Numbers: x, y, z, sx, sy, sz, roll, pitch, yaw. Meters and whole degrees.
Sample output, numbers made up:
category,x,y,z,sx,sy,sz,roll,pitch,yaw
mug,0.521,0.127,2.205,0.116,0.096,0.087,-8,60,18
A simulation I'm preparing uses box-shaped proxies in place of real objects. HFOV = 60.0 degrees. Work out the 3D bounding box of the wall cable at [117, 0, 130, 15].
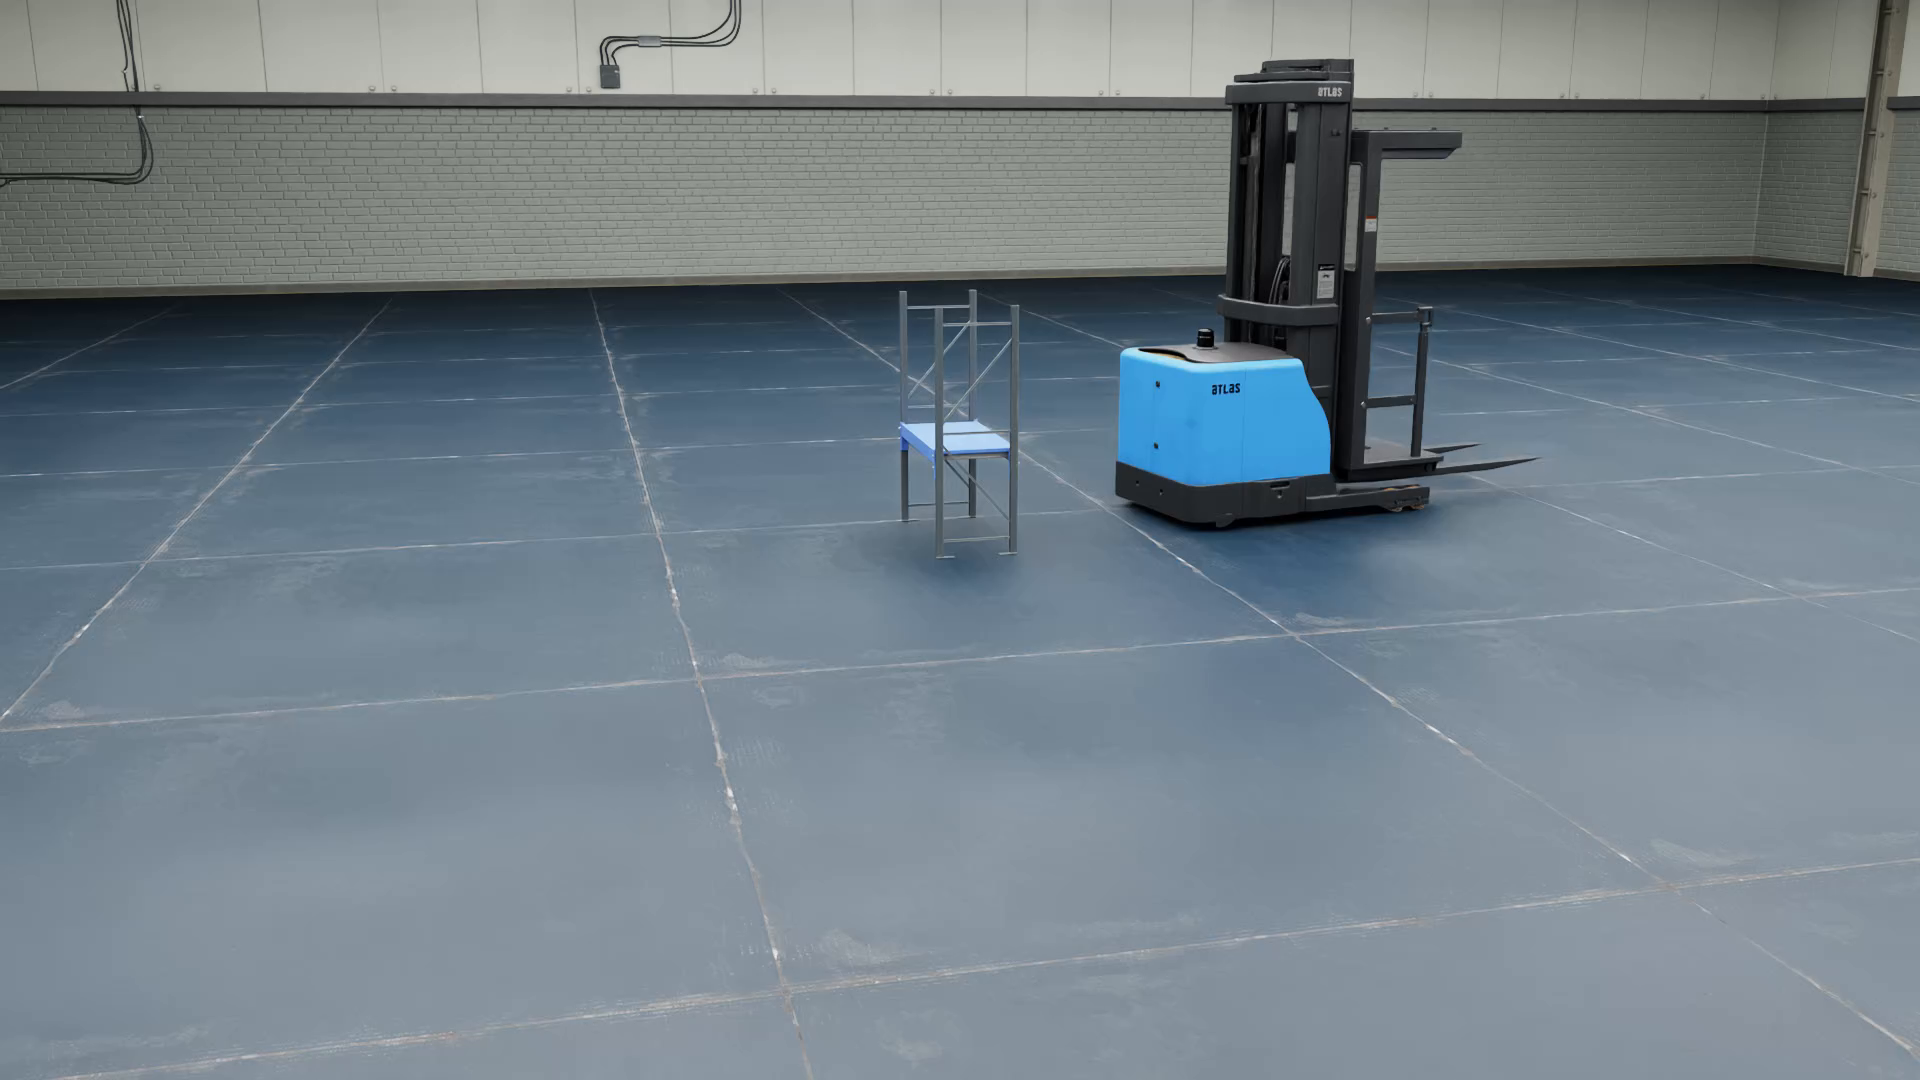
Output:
category,x,y,z,sx,sy,sz,roll,pitch,yaw
wall cable,-11.277,-9.203,25.036,3.097,2.526,0.112,-3,14,-13

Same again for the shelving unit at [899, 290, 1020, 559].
category,x,y,z,sx,sy,sz,roll,pitch,yaw
shelving unit,-0.020,-0.748,10.330,0.538,1.500,1.048,-3,14,-13

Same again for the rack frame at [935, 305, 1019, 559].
category,x,y,z,sx,sy,sz,roll,pitch,yaw
rack frame,0.099,-0.631,9.850,0.500,1.500,0.032,-3,14,-13

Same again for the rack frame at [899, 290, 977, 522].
category,x,y,z,sx,sy,sz,roll,pitch,yaw
rack frame,-0.139,-0.866,10.810,0.500,1.500,0.032,-3,14,-13

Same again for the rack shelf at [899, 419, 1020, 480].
category,x,y,z,sx,sy,sz,roll,pitch,yaw
rack shelf,-0.020,-0.574,10.372,0.538,0.185,1.000,-3,14,-13

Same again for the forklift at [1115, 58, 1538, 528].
category,x,y,z,sx,sy,sz,roll,pitch,yaw
forklift,2.623,-1.716,11.273,3.031,2.935,1.130,-6,15,-24

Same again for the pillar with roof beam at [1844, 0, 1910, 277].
category,x,y,z,sx,sy,sz,roll,pitch,yaw
pillar with roof beam,11.934,-8.870,27.770,9.100,9.000,0.400,-3,14,-13

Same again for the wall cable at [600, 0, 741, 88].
category,x,y,z,sx,sy,sz,roll,pitch,yaw
wall cable,-4.675,-10.285,26.397,2.305,6.003,0.169,-3,14,-13

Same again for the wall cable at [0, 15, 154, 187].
category,x,y,z,sx,sy,sz,roll,pitch,yaw
wall cable,-13.907,-6.599,25.018,3.097,2.526,0.112,-3,14,-13
